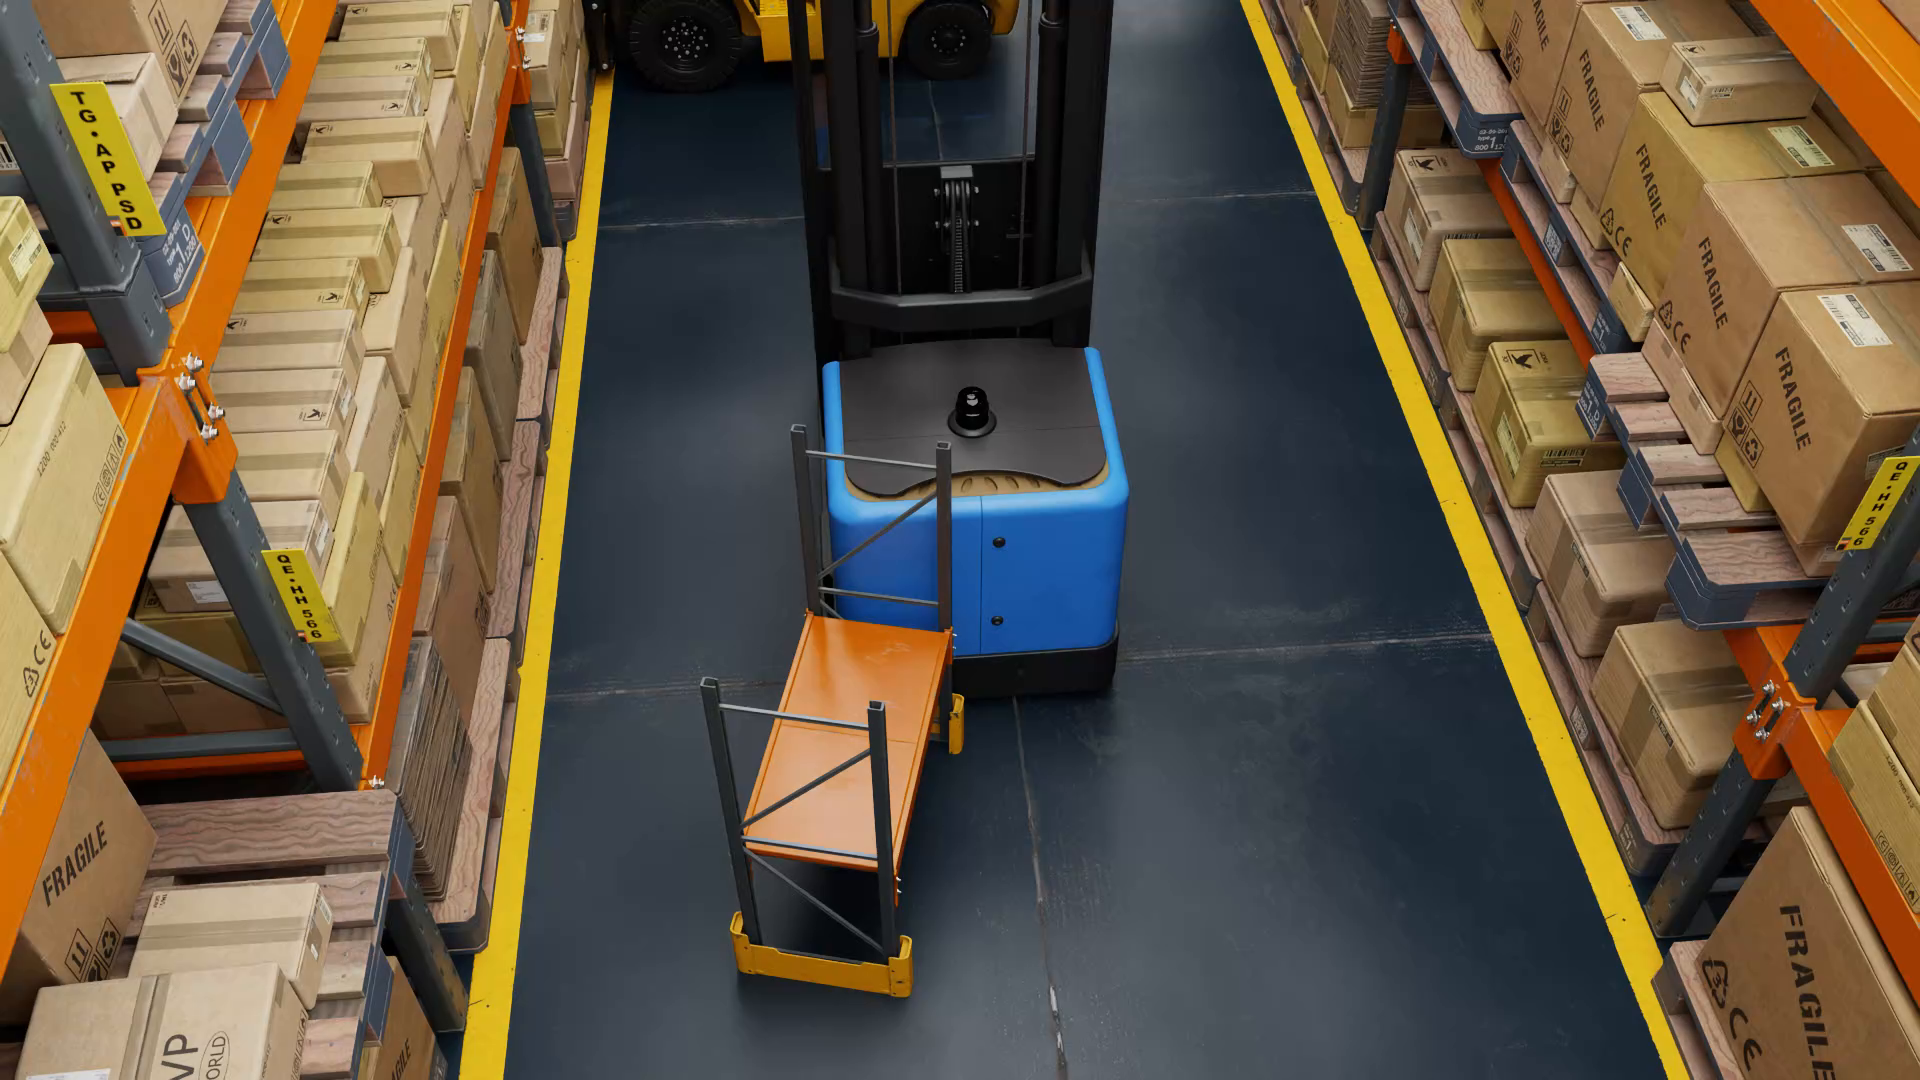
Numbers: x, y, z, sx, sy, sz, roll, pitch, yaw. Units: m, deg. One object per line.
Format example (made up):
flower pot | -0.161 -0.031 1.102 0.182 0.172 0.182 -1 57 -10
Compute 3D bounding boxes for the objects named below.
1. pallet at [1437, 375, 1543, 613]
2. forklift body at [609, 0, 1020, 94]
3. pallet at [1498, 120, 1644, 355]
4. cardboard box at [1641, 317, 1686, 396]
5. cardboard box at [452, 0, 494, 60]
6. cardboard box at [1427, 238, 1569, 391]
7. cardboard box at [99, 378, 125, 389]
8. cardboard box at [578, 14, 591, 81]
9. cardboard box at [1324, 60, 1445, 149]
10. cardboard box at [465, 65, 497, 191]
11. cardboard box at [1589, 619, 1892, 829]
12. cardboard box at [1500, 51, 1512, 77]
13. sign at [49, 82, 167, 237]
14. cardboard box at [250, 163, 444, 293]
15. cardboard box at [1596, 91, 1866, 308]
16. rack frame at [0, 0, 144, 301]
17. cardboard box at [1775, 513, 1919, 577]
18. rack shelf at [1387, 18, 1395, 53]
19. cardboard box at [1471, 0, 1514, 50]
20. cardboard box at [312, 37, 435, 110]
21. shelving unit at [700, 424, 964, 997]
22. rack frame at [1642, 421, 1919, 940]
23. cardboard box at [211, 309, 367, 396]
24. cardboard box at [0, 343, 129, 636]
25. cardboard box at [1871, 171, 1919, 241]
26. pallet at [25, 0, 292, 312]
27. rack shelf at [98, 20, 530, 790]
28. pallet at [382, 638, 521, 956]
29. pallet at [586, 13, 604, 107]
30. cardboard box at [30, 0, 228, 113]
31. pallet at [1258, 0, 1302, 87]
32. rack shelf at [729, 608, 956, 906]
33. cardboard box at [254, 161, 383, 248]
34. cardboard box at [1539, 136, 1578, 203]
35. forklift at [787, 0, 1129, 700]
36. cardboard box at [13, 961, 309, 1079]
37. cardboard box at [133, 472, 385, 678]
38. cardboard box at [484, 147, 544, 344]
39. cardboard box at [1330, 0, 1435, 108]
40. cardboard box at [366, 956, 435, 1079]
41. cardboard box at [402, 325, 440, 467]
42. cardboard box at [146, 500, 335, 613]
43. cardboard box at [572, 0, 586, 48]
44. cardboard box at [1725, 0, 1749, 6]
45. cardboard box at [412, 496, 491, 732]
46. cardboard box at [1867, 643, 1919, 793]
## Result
pallet | 2.678 -0.245 6.973 1.003 0.211 1.213 -3 47 -3
forklift body | -0.798 -3.689 8.899 2.313 2.155 1.214 -3 47 -3
pallet | 2.634 -1.122 6.015 1.003 0.211 1.213 -3 47 -3
cardboard box | 2.405 -0.591 5.264 0.380 0.149 0.250 -5 47 -5
cardboard box | -2.144 -2.128 6.595 0.500 0.250 0.500 -4 47 -4
cardboard box | 2.616 -0.993 7.282 0.950 0.372 0.625 -1 47 -1
cardboard box | -2.429 -0.308 4.596 0.380 0.149 0.250 -4 47 -3
cardboard box | -2.267 -2.654 8.938 0.500 0.250 0.500 -3 47 -3
cardboard box | 2.188 -2.262 8.568 0.500 0.250 0.500 -2 47 -1
cardboard box | -2.090 -1.584 6.424 0.500 0.250 0.500 -4 47 -4
cardboard box | 2.803 0.592 5.781 0.950 0.372 0.625 -6 47 -6
cardboard box | 2.349 -1.909 6.513 0.380 0.149 0.250 -1 47 -1
sign | -1.565 -0.694 3.056 0.100 0.325 0.005 -3 47 -3
cardboard box | -2.034 -1.020 5.545 0.500 0.250 0.500 -3 47 -3
cardboard box | 2.428 -1.089 5.289 0.500 0.500 0.500 -6 47 -6
rack frame | -2.105 -1.516 2.125 1.000 3.000 0.127 -3 47 -3
cardboard box | 2.579 -0.039 4.741 0.380 0.149 0.250 -2 47 -2
rack shelf | 2.338 -3.852 8.964 1.077 0.370 4.000 -3 47 -3
cardboard box | 2.302 -2.214 6.354 0.500 0.500 0.500 -3 47 -3
cardboard box | -2.069 -1.630 5.849 0.380 0.149 0.250 -4 47 -4
shelving unit | -0.363 0.568 5.316 0.587 1.500 1.083 7 47 7
rack frame | 2.840 0.242 4.591 1.000 3.000 0.127 -3 47 -3
cardboard box | -1.944 -0.525 4.802 0.380 0.149 0.250 -3 47 -3
cardboard box | -1.821 -0.077 2.931 0.500 0.250 0.500 -5 47 -5
cardboard box | 2.983 -0.755 4.973 0.500 0.500 0.500 -1 47 -1
pallet | -2.251 -0.906 3.742 1.213 0.211 1.003 -2 47 -1
rack shelf | -2.273 -0.653 5.935 1.077 0.370 4.000 -3 47 -3
pallet | -2.135 0.907 5.882 1.003 0.211 1.213 -3 47 -3
pallet | -2.570 -2.851 9.441 1.003 0.211 1.213 -3 47 -3
cardboard box | -1.923 -1.237 3.499 0.500 0.500 0.500 -3 47 -3
pallet | 2.309 -3.062 9.641 1.003 0.211 1.213 -3 47 -3
rack shelf | -0.362 0.685 5.453 0.538 0.185 1.000 7 47 7
cardboard box | -2.075 -1.075 5.323 0.380 0.149 0.250 -3 47 -3
cardboard box | 2.318 -1.346 5.979 0.380 0.149 0.250 -2 47 -2
forklift | -0.053 -1.464 6.254 1.130 2.935 3.031 -4 47 -3
cardboard box | -1.695 1.197 3.501 0.500 0.250 0.500 -5 47 -5
cardboard box | -1.874 0.089 4.495 0.500 0.250 0.500 -4 47 -3
cardboard box | -2.385 -1.299 7.397 0.875 0.625 0.625 -2 47 -2
cardboard box | 2.189 -2.520 8.296 0.500 0.500 0.500 -4 47 -4
cardboard box | -1.856 1.555 4.781 0.500 0.500 0.500 -2 47 -2
cardboard box | -1.986 -0.474 5.373 0.500 0.250 0.500 -5 47 -5
cardboard box | -1.839 0.041 4.267 0.380 0.149 0.250 -2 47 -2
cardboard box | -2.248 -2.816 8.748 0.500 0.250 0.500 -4 47 -4
cardboard box | 2.853 -1.880 6.038 0.500 0.500 0.500 -2 47 -2
cardboard box | -2.207 0.294 5.888 0.875 0.625 0.625 -2 47 -2
cardboard box | 2.637 0.503 4.103 0.500 0.250 0.500 -4 47 -4
